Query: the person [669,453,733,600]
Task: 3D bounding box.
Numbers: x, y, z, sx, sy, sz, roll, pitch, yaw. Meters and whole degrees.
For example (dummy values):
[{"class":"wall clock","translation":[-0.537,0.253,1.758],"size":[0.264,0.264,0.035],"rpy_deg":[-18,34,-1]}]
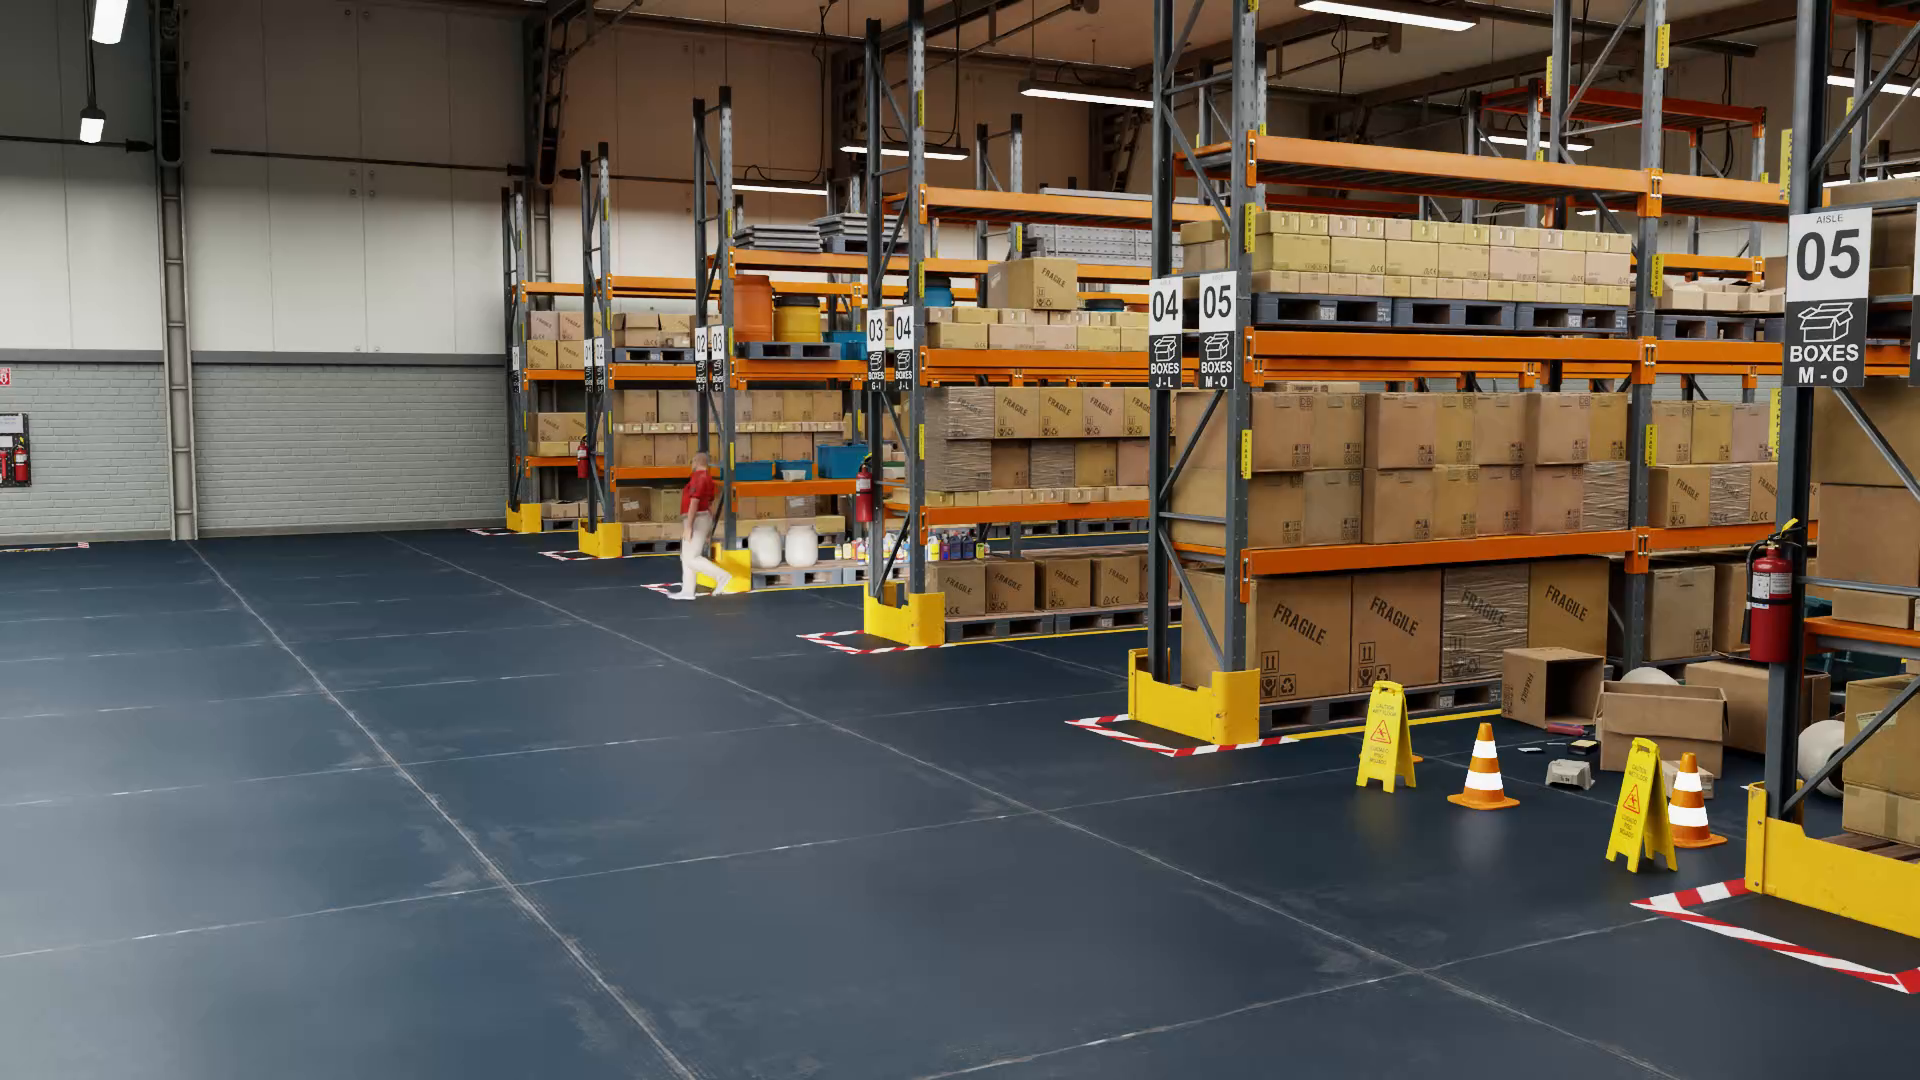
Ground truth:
[{"class":"person","translation":[-2.984,-0.155,19.089],"size":[0.788,1.693,0.551],"rpy_deg":[1,5,8]}]
